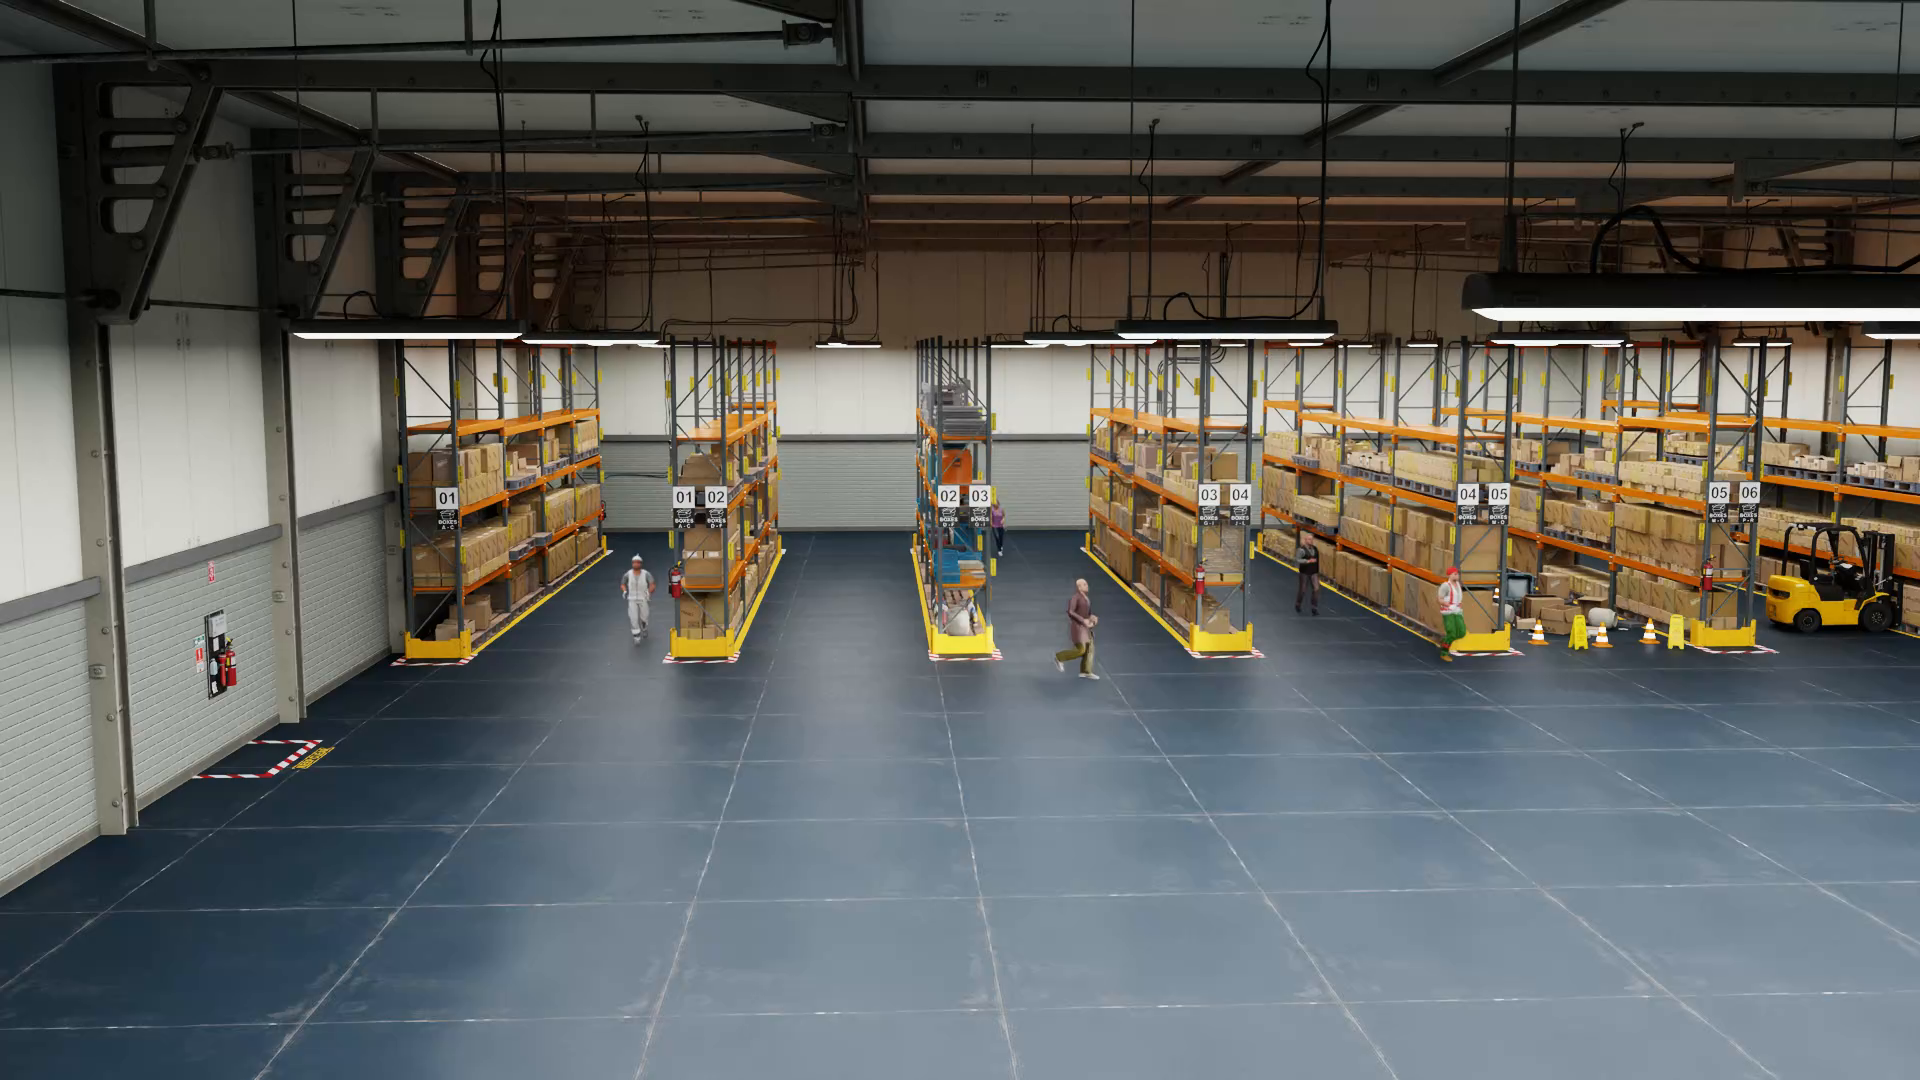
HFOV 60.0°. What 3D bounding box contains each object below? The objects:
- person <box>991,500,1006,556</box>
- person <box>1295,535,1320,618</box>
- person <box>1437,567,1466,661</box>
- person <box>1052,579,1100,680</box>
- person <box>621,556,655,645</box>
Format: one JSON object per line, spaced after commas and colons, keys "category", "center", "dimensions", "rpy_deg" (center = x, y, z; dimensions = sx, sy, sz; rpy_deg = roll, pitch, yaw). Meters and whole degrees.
{"category": "person", "center": [1.020, -0.365, 46.744], "dimensions": [0.547, 1.562, 0.689], "rpy_deg": [1, 7, 5]}
{"category": "person", "center": [7.543, 0.774, 36.073], "dimensions": [0.645, 1.795, 0.808], "rpy_deg": [-2, 7, -14]}
{"category": "person", "center": [9.119, 1.361, 30.821], "dimensions": [0.675, 1.743, 0.612], "rpy_deg": [-5, 8, -36]}
{"category": "person", "center": [2.069, 1.652, 29.212], "dimensions": [0.826, 1.566, 0.717], "rpy_deg": [3, 7, 25]}
{"category": "person", "center": [-6.299, 1.173, 32.493], "dimensions": [0.655, 1.738, 0.623], "rpy_deg": [-1, 7, -7]}
